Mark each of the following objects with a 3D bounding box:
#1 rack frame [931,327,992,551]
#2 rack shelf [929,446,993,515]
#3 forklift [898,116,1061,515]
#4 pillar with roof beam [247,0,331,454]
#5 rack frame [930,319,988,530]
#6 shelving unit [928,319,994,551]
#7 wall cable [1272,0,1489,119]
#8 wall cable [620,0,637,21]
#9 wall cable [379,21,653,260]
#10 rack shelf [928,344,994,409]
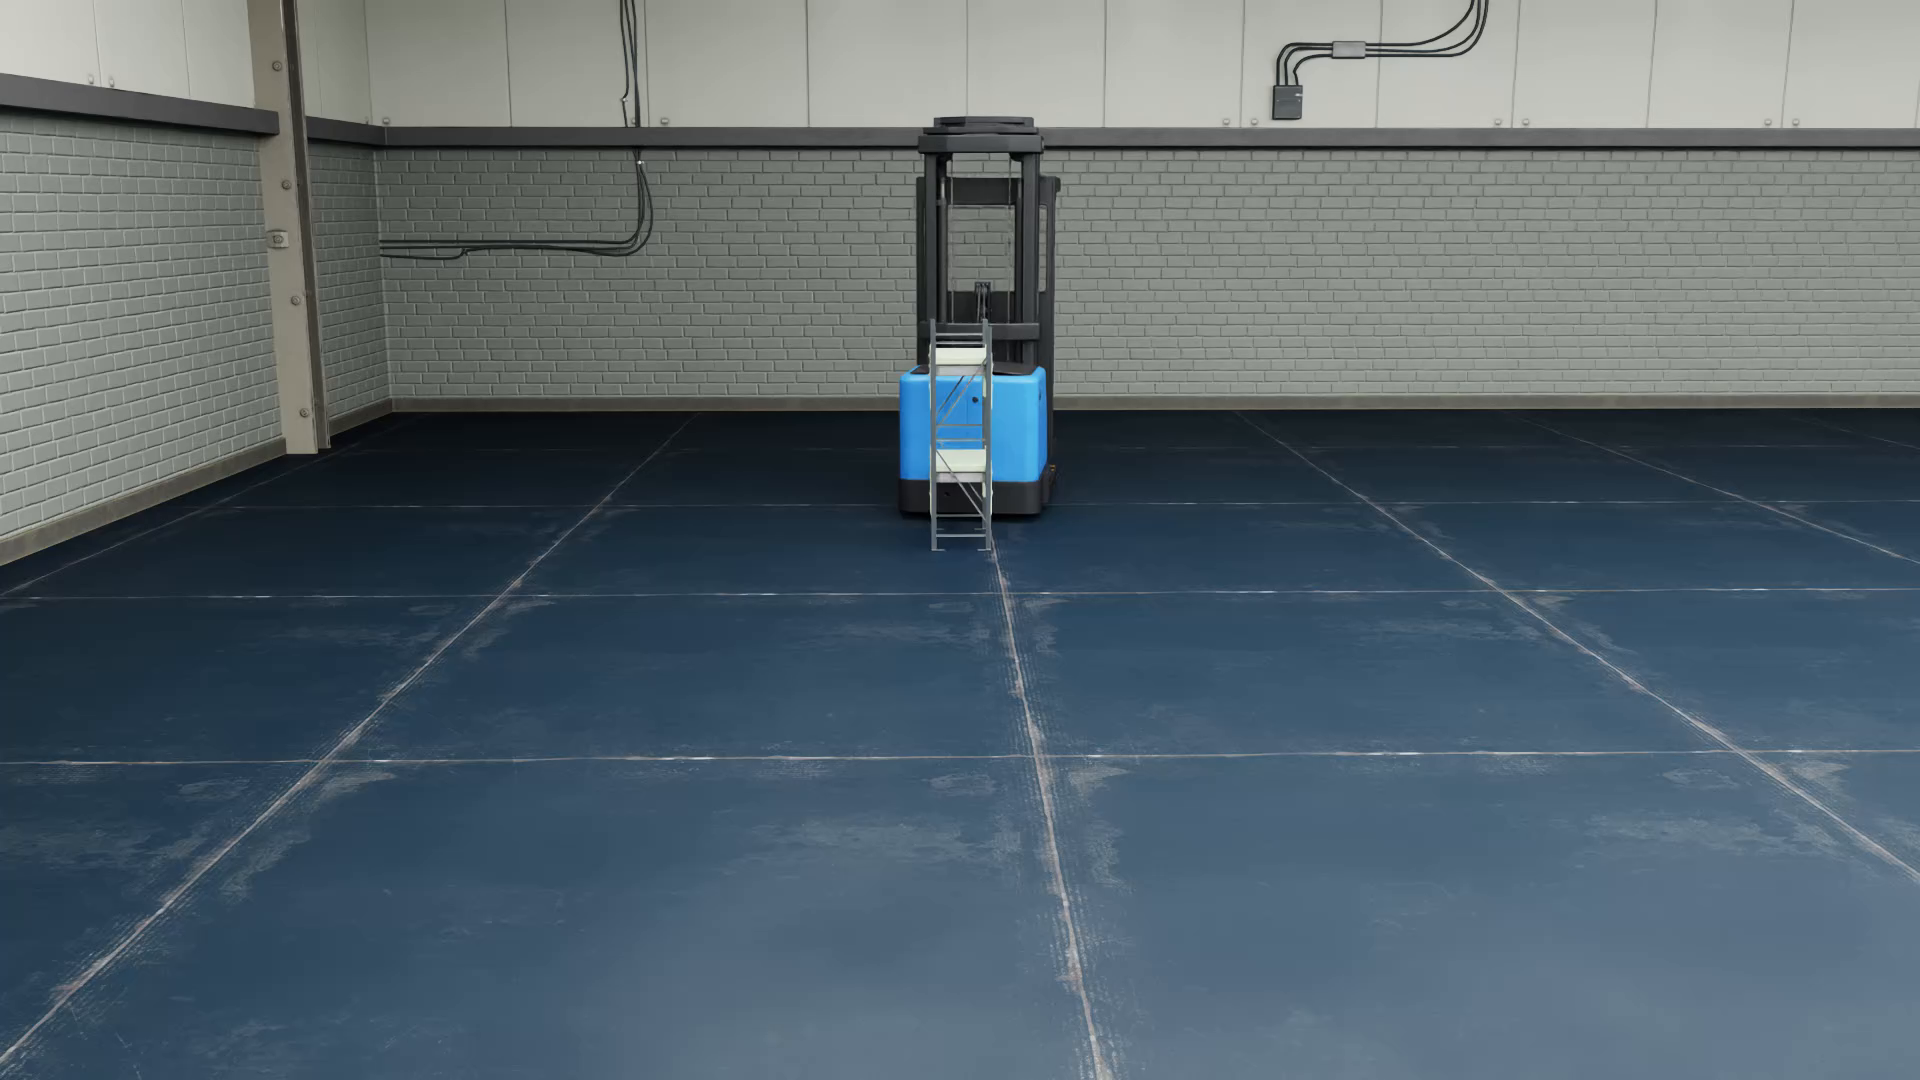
[{"bbox_3d":[0.007,-0.664,11.058,0.400,1.500,0.023,0,11,-1],"label":"rack frame"},{"bbox_3d":[0.000,-0.417,11.481,0.431,0.370,0.720,0,11,-1],"label":"rack shelf"},{"bbox_3d":[0.230,-1.861,13.360,1.130,2.935,3.031,1,12,7],"label":"forklift"},{"bbox_3d":[-1.873,-5.275,14.926,9.100,9.000,0.400,0,11,-1],"label":"pillar with roof beam"},{"bbox_3d":[-0.008,-0.809,11.775,0.400,1.500,0.023,0,11,-1],"label":"rack frame"},{"bbox_3d":[0.000,-0.736,11.417,0.431,1.500,0.755,0,11,-1],"label":"shelving unit"},{"bbox_3d":[4.575,-7.551,17.591,2.305,6.003,0.169,0,11,-1],"label":"wall cable"},{"bbox_3d":[-2.212,-6.813,17.614,3.097,2.526,0.112,0,11,-1],"label":"wall cable"},{"bbox_3d":[-4.916,-4.326,18.061,3.097,2.526,0.112,0,11,-1],"label":"wall cable"},{"bbox_3d":[0.000,-1.119,11.339,0.431,0.370,0.720,0,11,-1],"label":"rack shelf"}]
